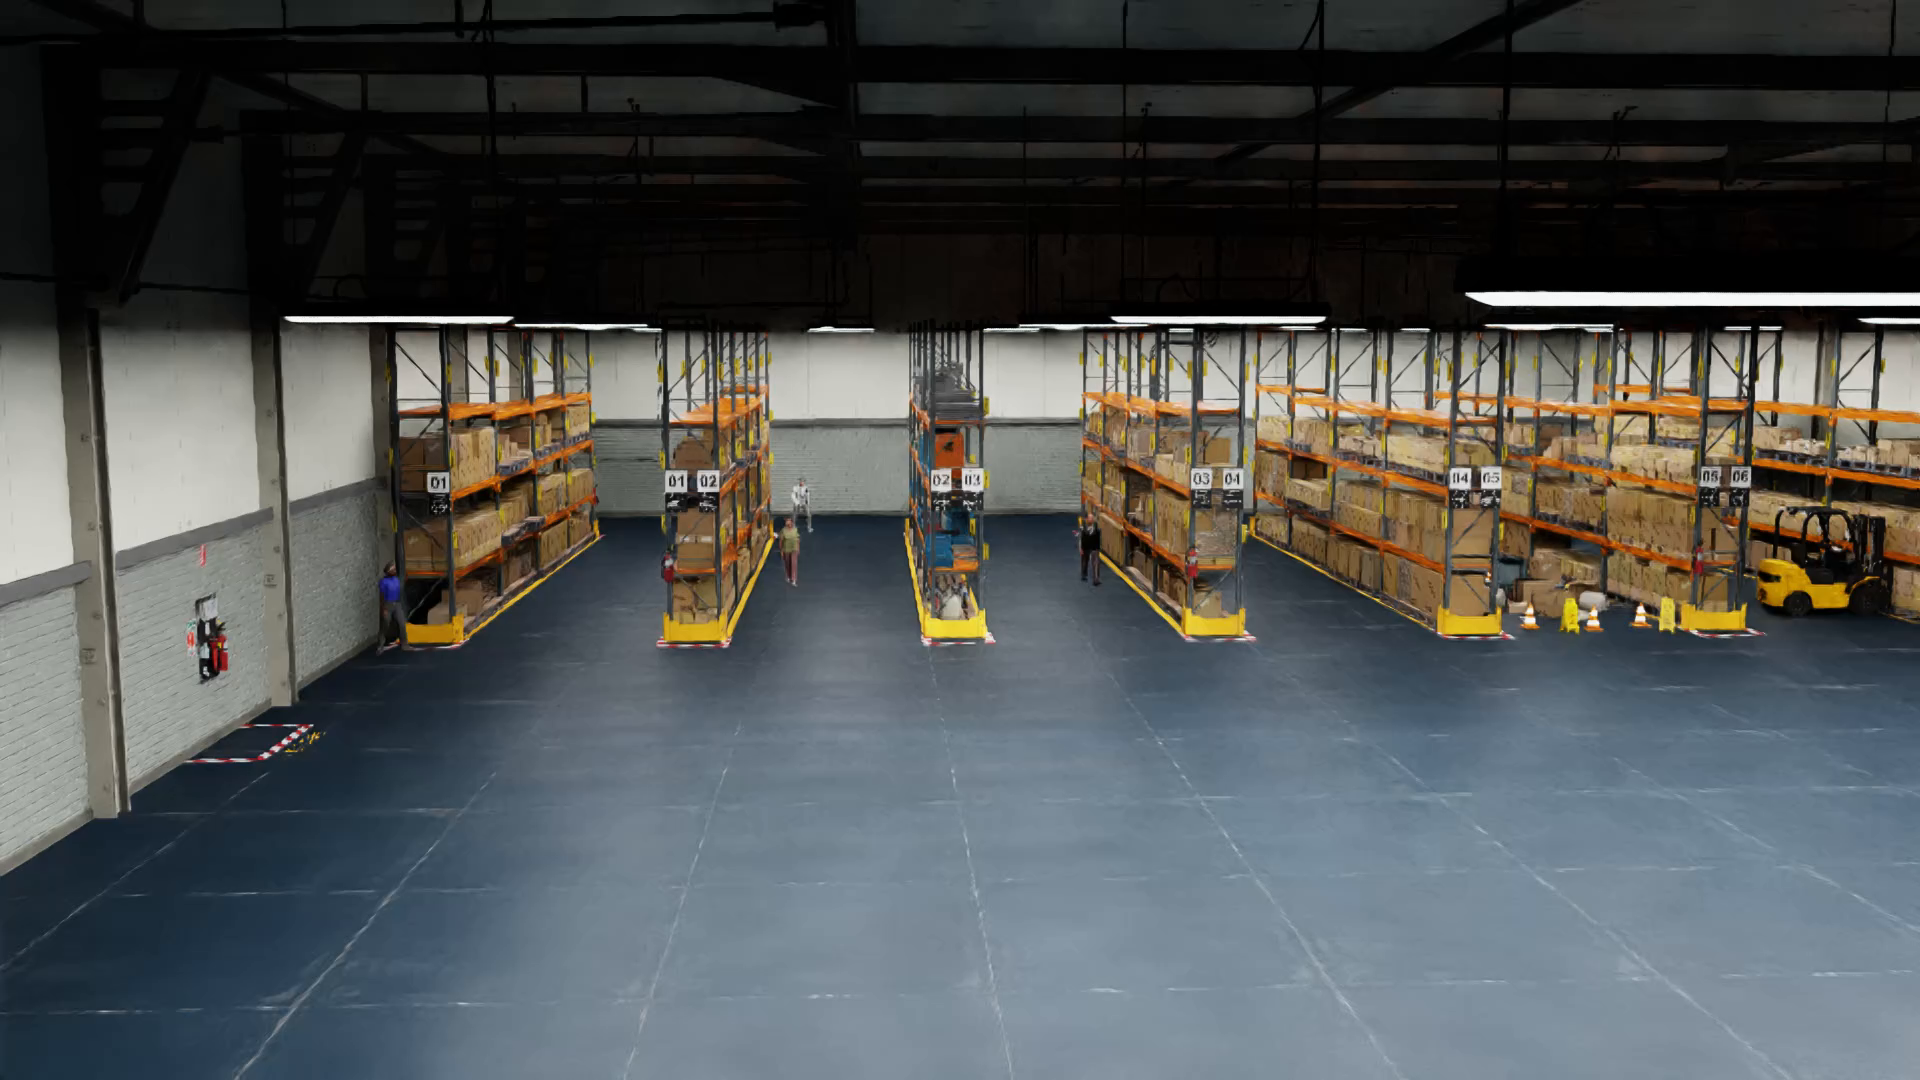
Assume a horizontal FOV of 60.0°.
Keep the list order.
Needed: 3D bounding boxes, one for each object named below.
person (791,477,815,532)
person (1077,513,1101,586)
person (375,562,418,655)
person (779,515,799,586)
[{"bbox_3d":[-4.619,-1.050,48.296,0.630,1.608,0.811,-3,8,-20],"label":"person"},{"bbox_3d":[2.963,0.192,38.114,0.543,1.648,1.115,0,7,-1],"label":"person"},{"bbox_3d":[-10.186,1.216,29.829,0.521,1.652,0.655,4,8,30],"label":"person"},{"bbox_3d":[-3.910,0.225,38.040,0.448,1.587,1.110,0,7,-1],"label":"person"}]
